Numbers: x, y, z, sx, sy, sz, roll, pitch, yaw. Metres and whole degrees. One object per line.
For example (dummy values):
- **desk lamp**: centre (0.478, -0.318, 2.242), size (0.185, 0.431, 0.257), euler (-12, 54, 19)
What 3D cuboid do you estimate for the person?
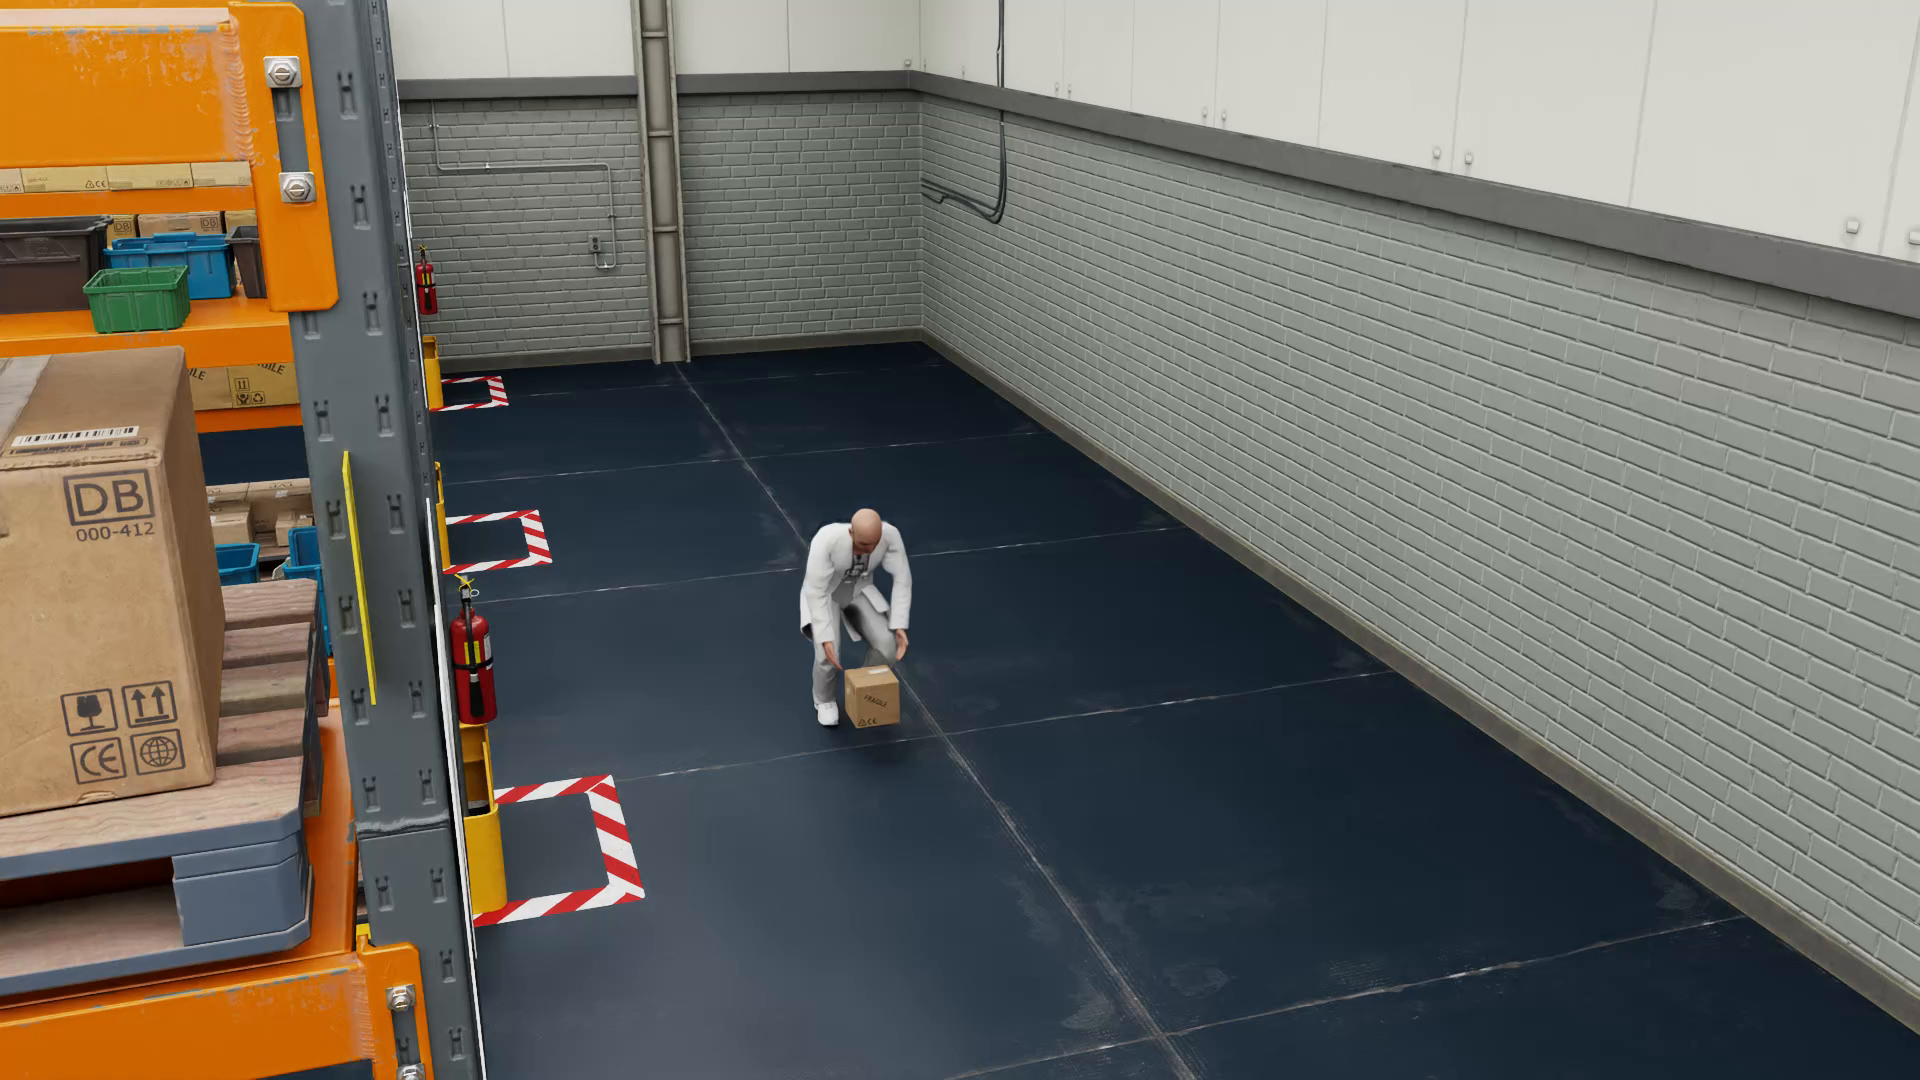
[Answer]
- **person**: centre (-0.611, 0.398, 9.590), size (0.633, 1.352, 0.749), euler (-6, 20, -17)
